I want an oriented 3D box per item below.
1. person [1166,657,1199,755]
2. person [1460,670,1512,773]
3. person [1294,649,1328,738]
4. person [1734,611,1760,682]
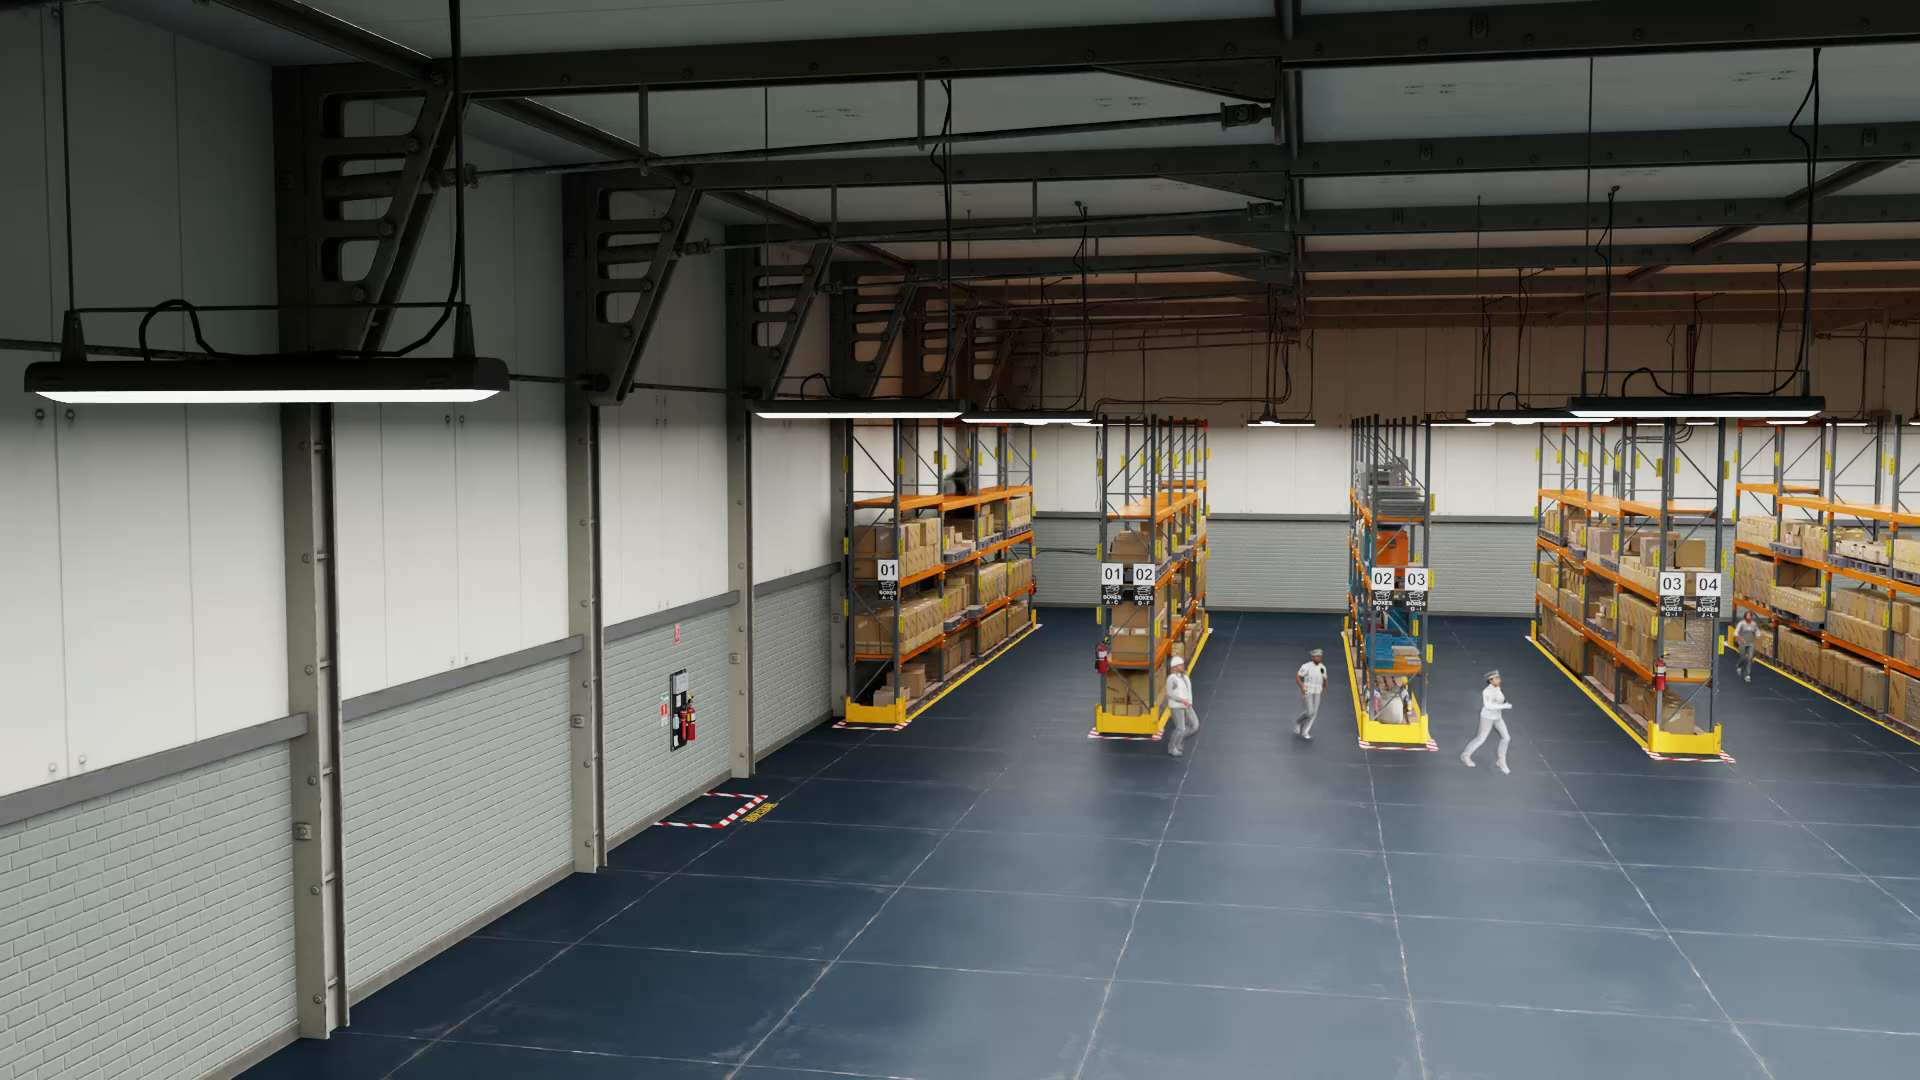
[{"bbox_3d":[3.898,2.912,29.180,0.550,1.731,0.672,4,5,43],"label":"person"},{"bbox_3d":[8.874,3.023,27.895,0.622,1.741,0.878,-3,5,-42],"label":"person"},{"bbox_3d":[6.572,2.842,30.942,0.597,1.647,0.518,-1,4,-16],"label":"person"},{"bbox_3d":[18.002,2.411,38.037,0.566,1.592,0.669,1,4,12],"label":"person"}]
